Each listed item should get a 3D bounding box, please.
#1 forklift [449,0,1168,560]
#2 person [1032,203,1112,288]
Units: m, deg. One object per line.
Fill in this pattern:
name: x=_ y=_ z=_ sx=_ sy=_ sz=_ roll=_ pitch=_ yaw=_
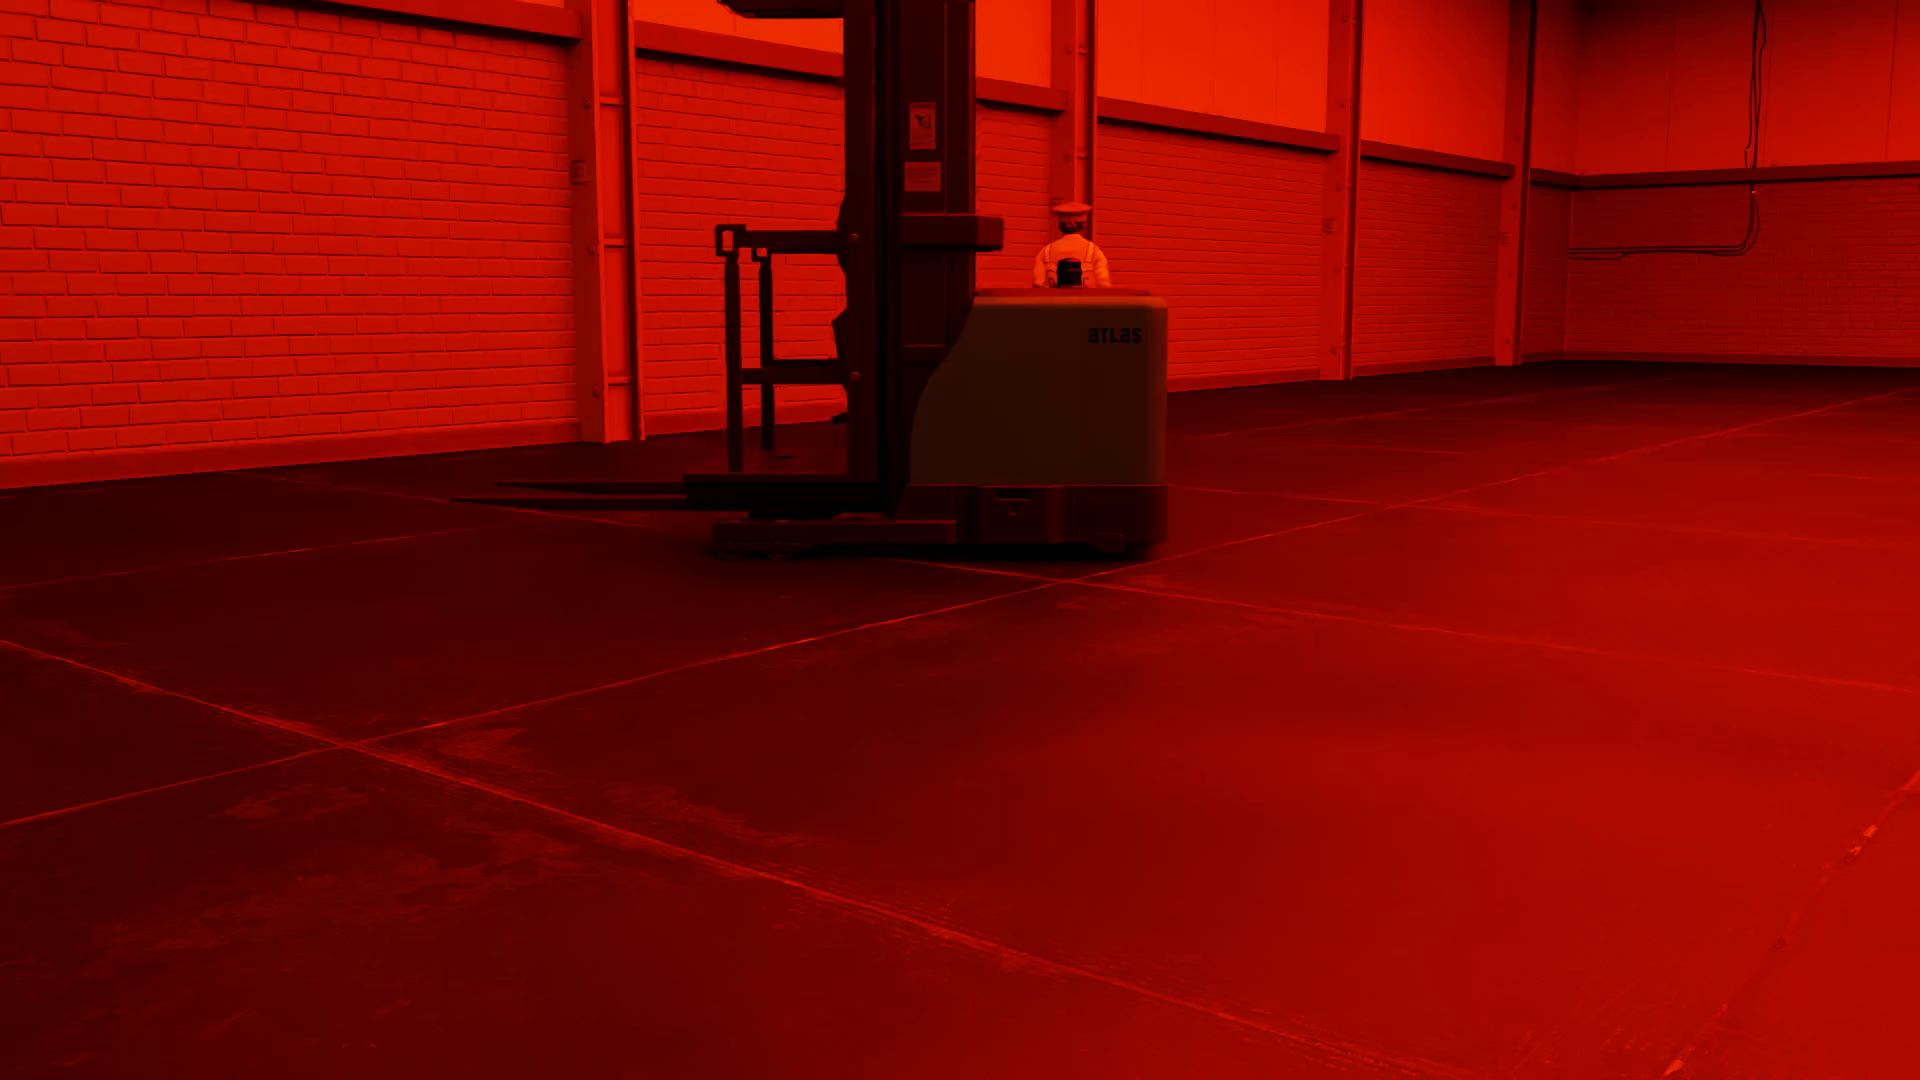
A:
forklift: x=-0.646 y=-1.445 z=7.157 sx=3.031 sy=2.935 sz=1.130 roll=0 pitch=8 yaw=1
person: x=0.693 y=-1.252 z=10.405 sx=0.557 sy=1.701 sz=0.510 roll=2 pitch=9 yaw=15
